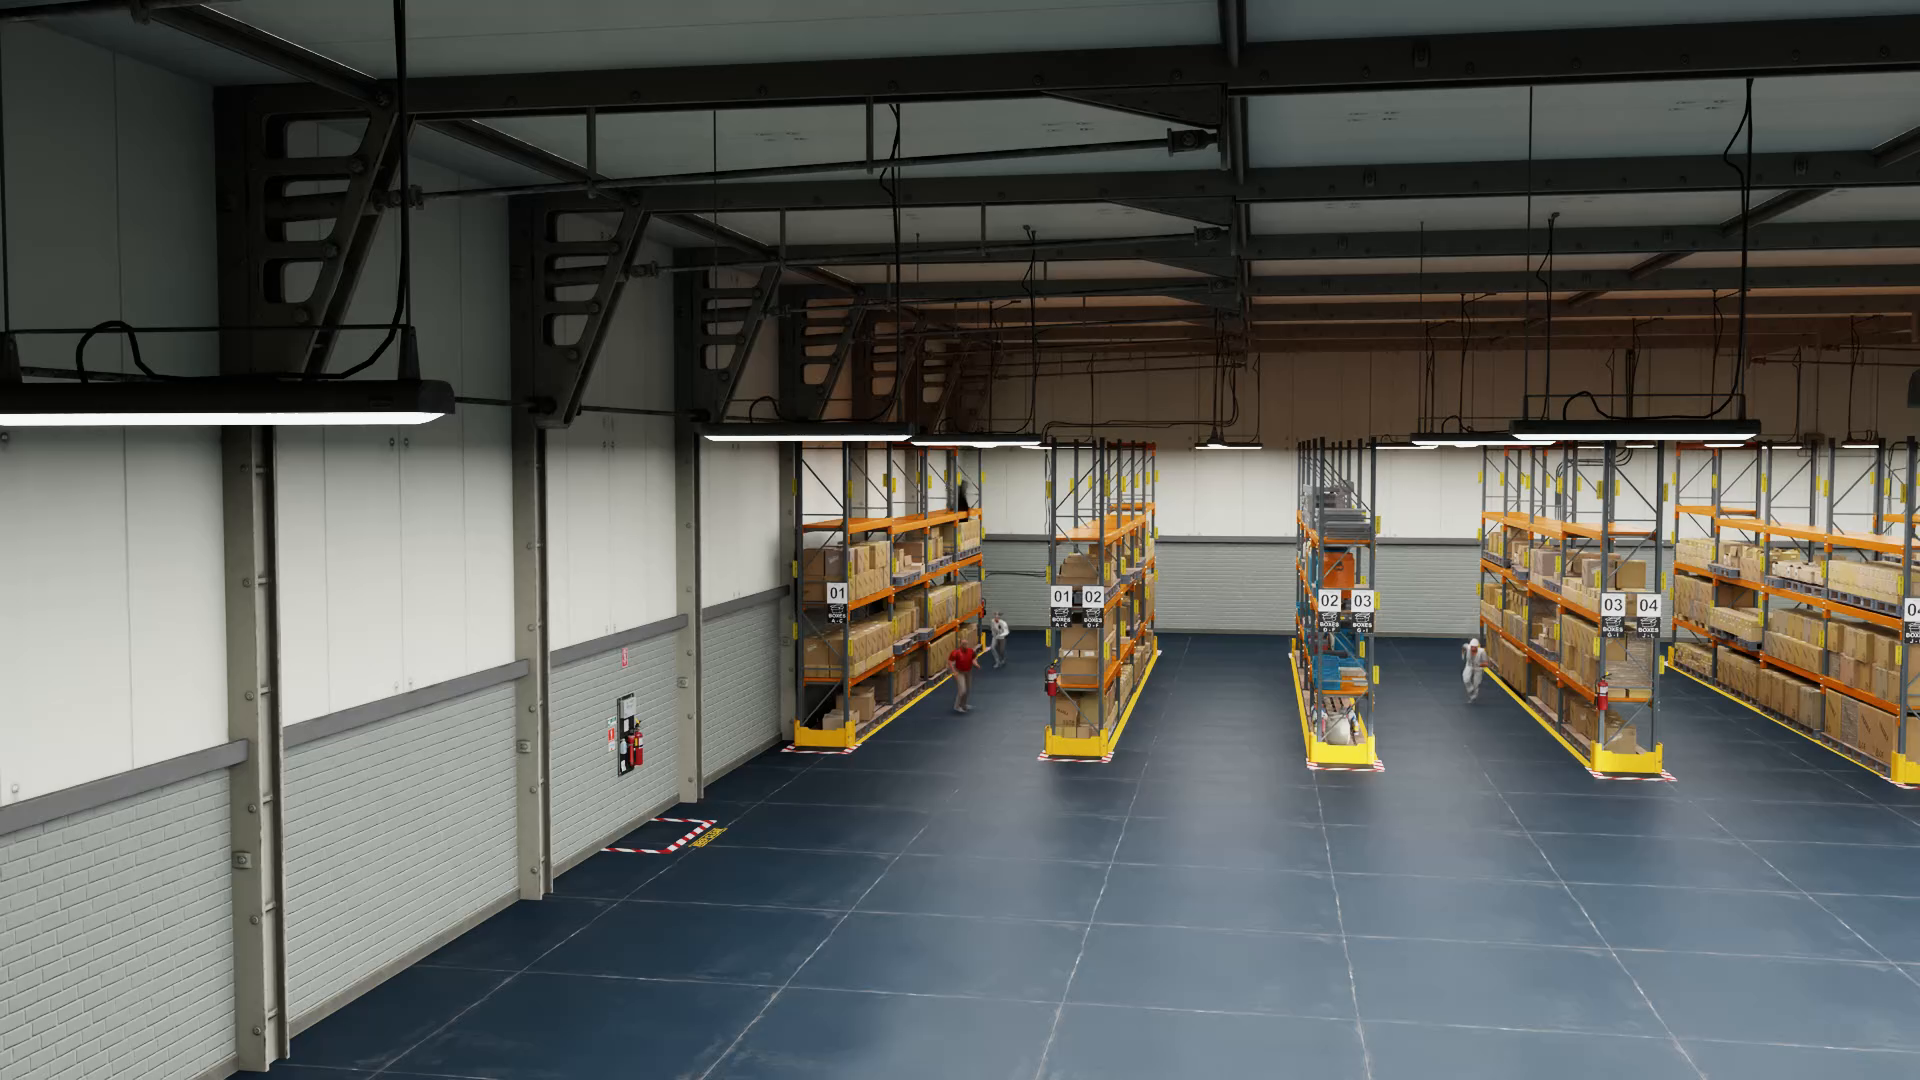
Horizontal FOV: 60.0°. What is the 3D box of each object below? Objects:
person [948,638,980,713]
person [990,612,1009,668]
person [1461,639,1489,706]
[{"bbox_3d":[0.109,2.977,36.716,0.714,1.673,0.814,-3,4,-42],"label":"person"},{"bbox_3d":[1.079,2.628,44.159,0.593,1.493,1.026,1,3,19],"label":"person"},{"bbox_3d":[11.684,2.967,37.741,0.666,1.548,1.175,1,3,25],"label":"person"}]
